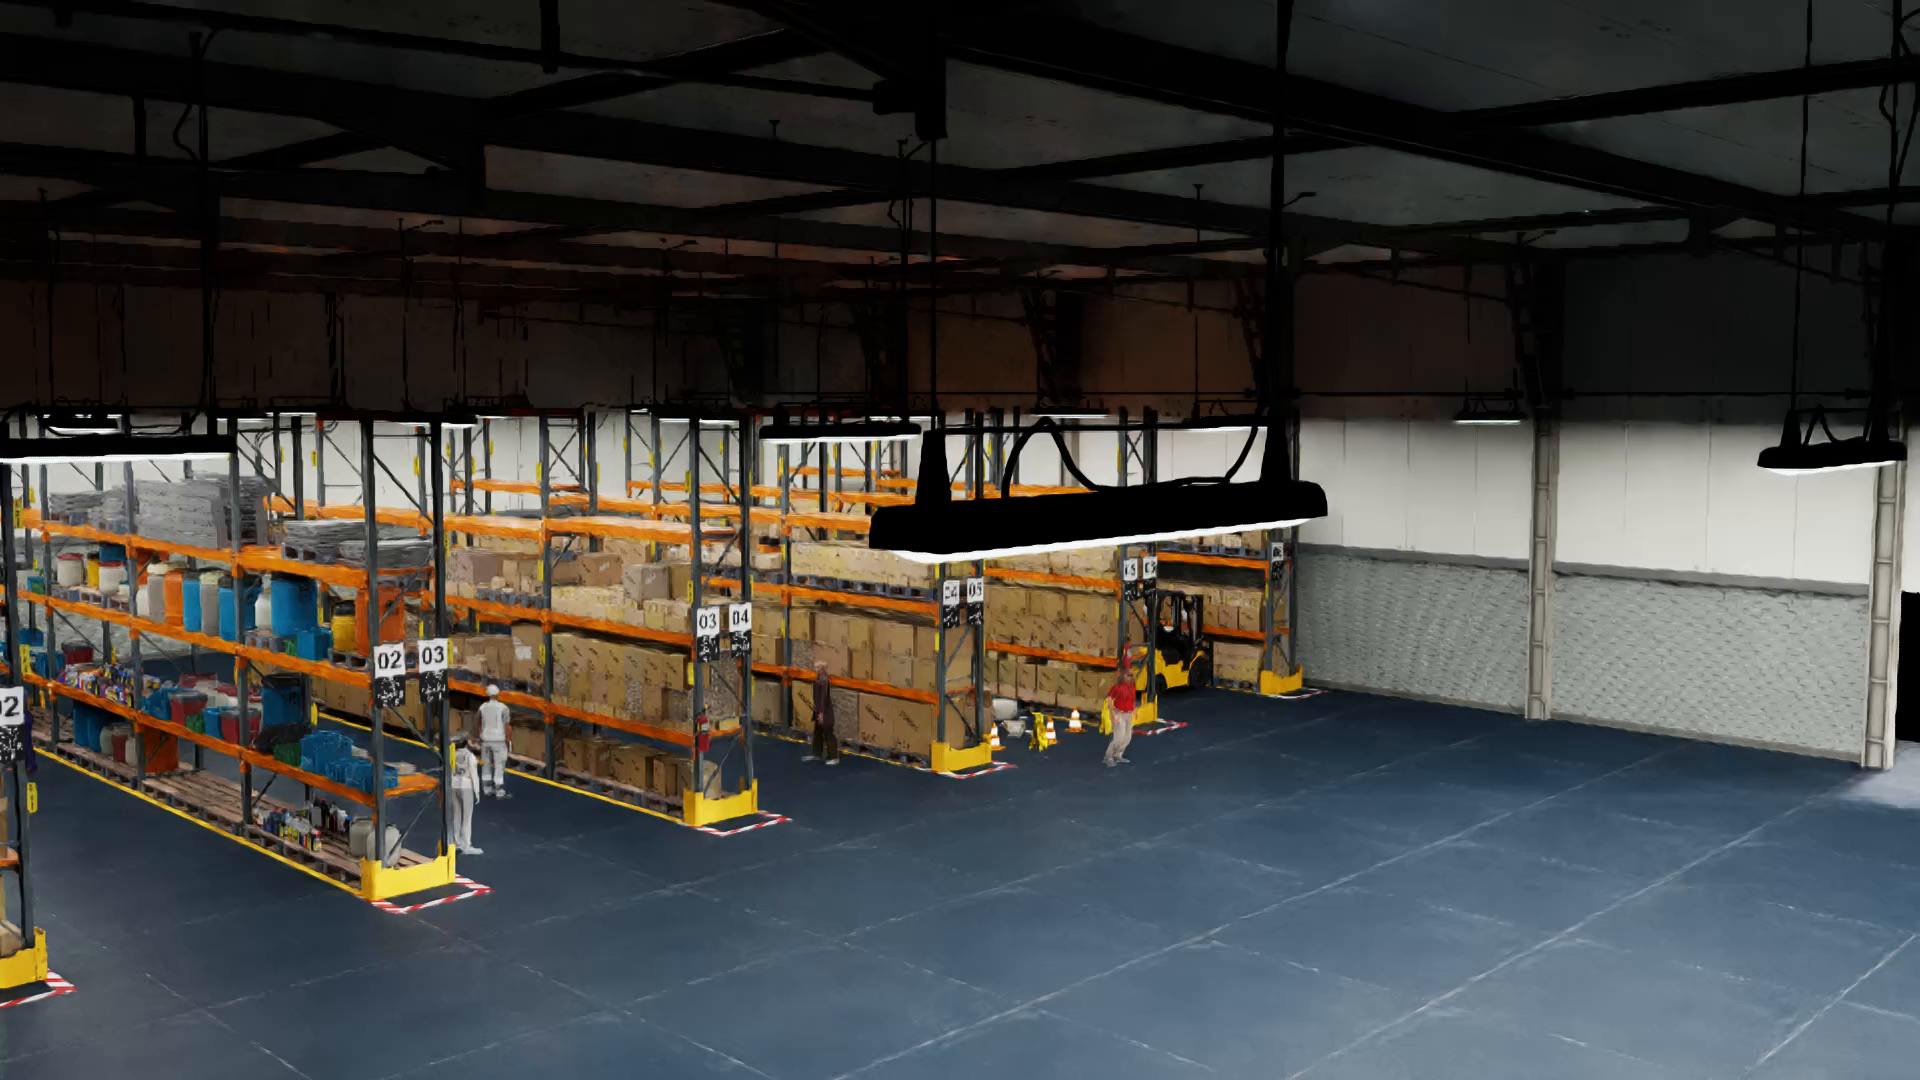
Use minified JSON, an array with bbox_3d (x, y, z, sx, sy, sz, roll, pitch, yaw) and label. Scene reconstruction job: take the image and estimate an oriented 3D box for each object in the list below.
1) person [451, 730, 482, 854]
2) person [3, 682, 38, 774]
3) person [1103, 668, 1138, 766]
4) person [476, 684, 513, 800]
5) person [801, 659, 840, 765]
[{"bbox_3d":[-6.823,3.451,22.882,0.546,1.680,0.436,2,5,20],"label":"person"},{"bbox_3d":[-15.684,3.101,27.673,0.547,1.542,0.596,-2,5,-20],"label":"person"},{"bbox_3d":[2.747,2.995,28.303,0.535,1.676,0.682,5,7,42],"label":"person"},{"bbox_3d":[-7.243,3.126,25.922,0.605,1.789,0.446,1,5,13],"label":"person"},{"bbox_3d":[-2.387,2.917,28.349,0.630,1.773,0.678,-1,5,-16],"label":"person"}]
